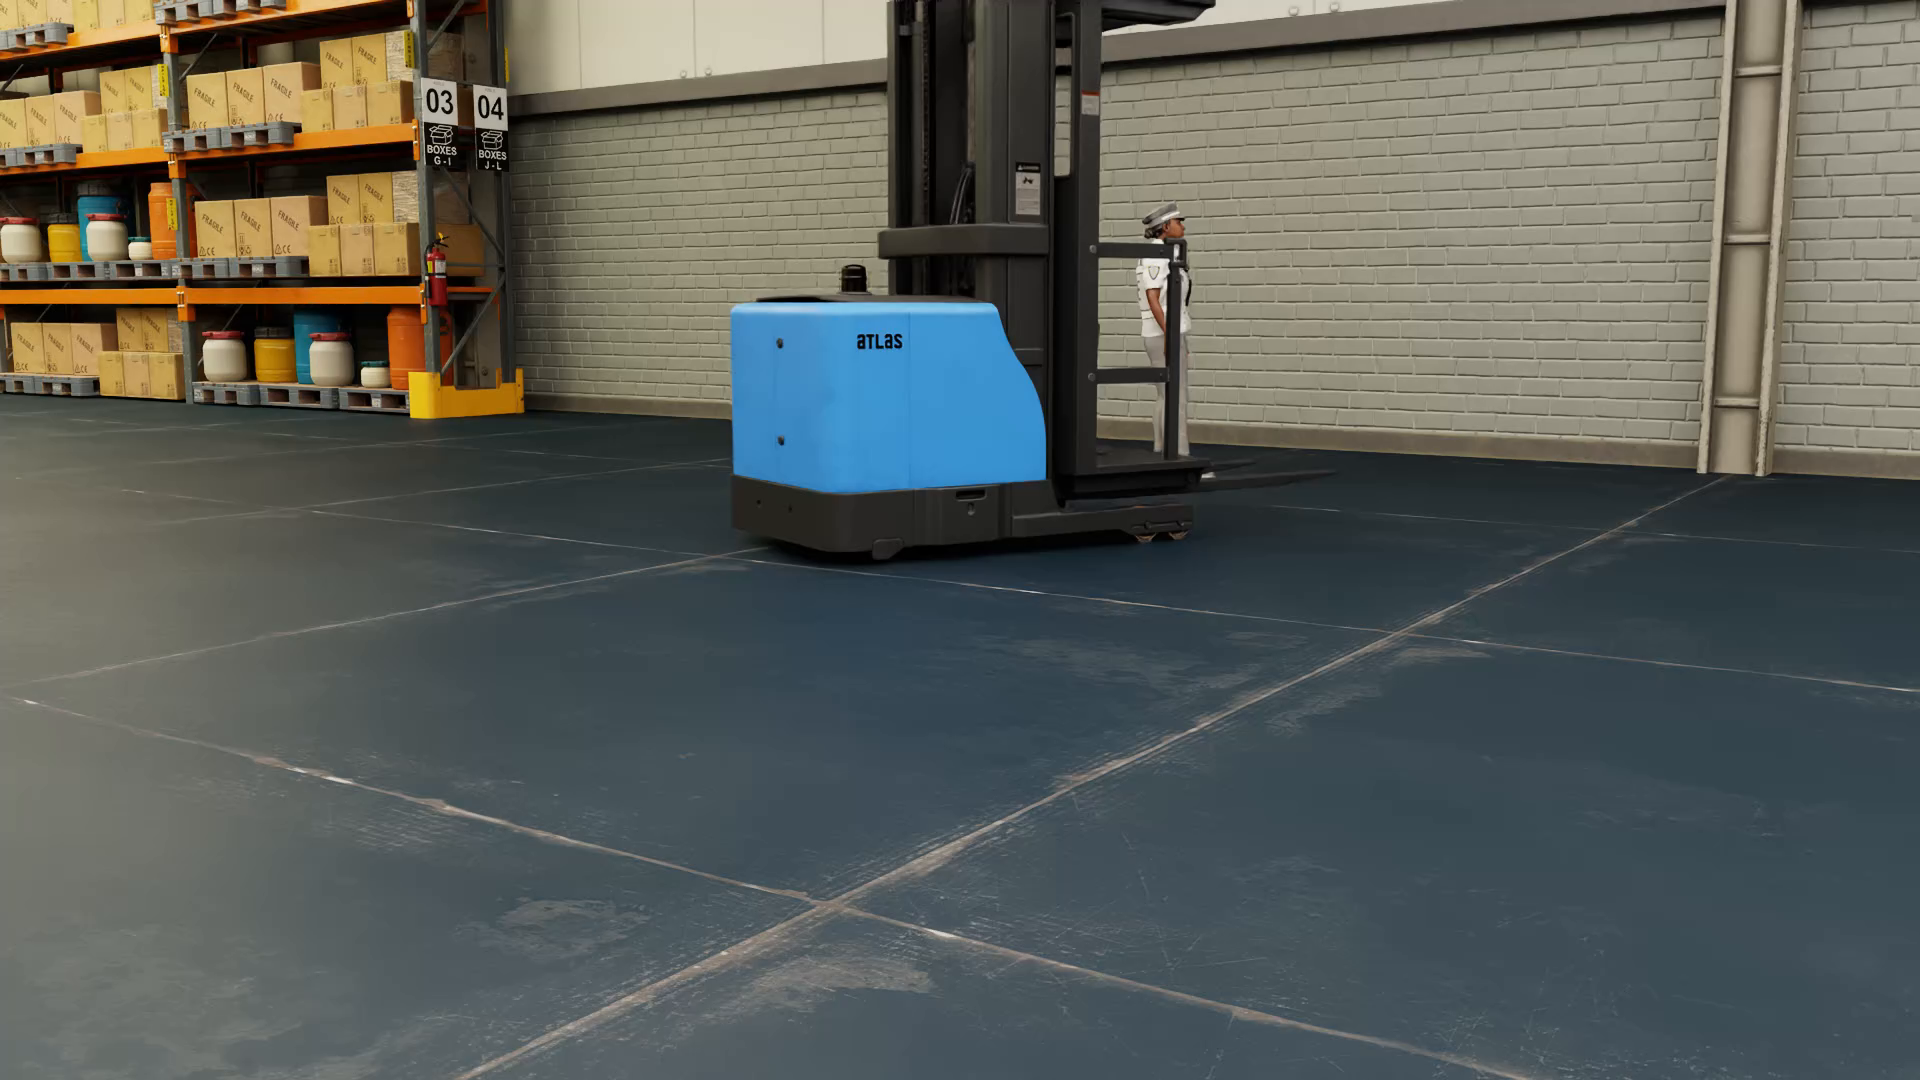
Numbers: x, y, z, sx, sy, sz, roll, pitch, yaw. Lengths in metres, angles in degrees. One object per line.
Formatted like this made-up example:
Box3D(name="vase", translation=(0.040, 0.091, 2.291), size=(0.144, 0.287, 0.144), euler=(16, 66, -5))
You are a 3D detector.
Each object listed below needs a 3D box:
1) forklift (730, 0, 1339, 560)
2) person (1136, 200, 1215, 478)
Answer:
Box3D(name="forklift", translation=(0.478, -1.501, 7.747), size=(3.031, 2.935, 1.130), euler=(-5, 10, -33))
Box3D(name="person", translation=(1.351, -1.240, 10.263), size=(0.531, 1.692, 0.567), euler=(2, 8, 15))
